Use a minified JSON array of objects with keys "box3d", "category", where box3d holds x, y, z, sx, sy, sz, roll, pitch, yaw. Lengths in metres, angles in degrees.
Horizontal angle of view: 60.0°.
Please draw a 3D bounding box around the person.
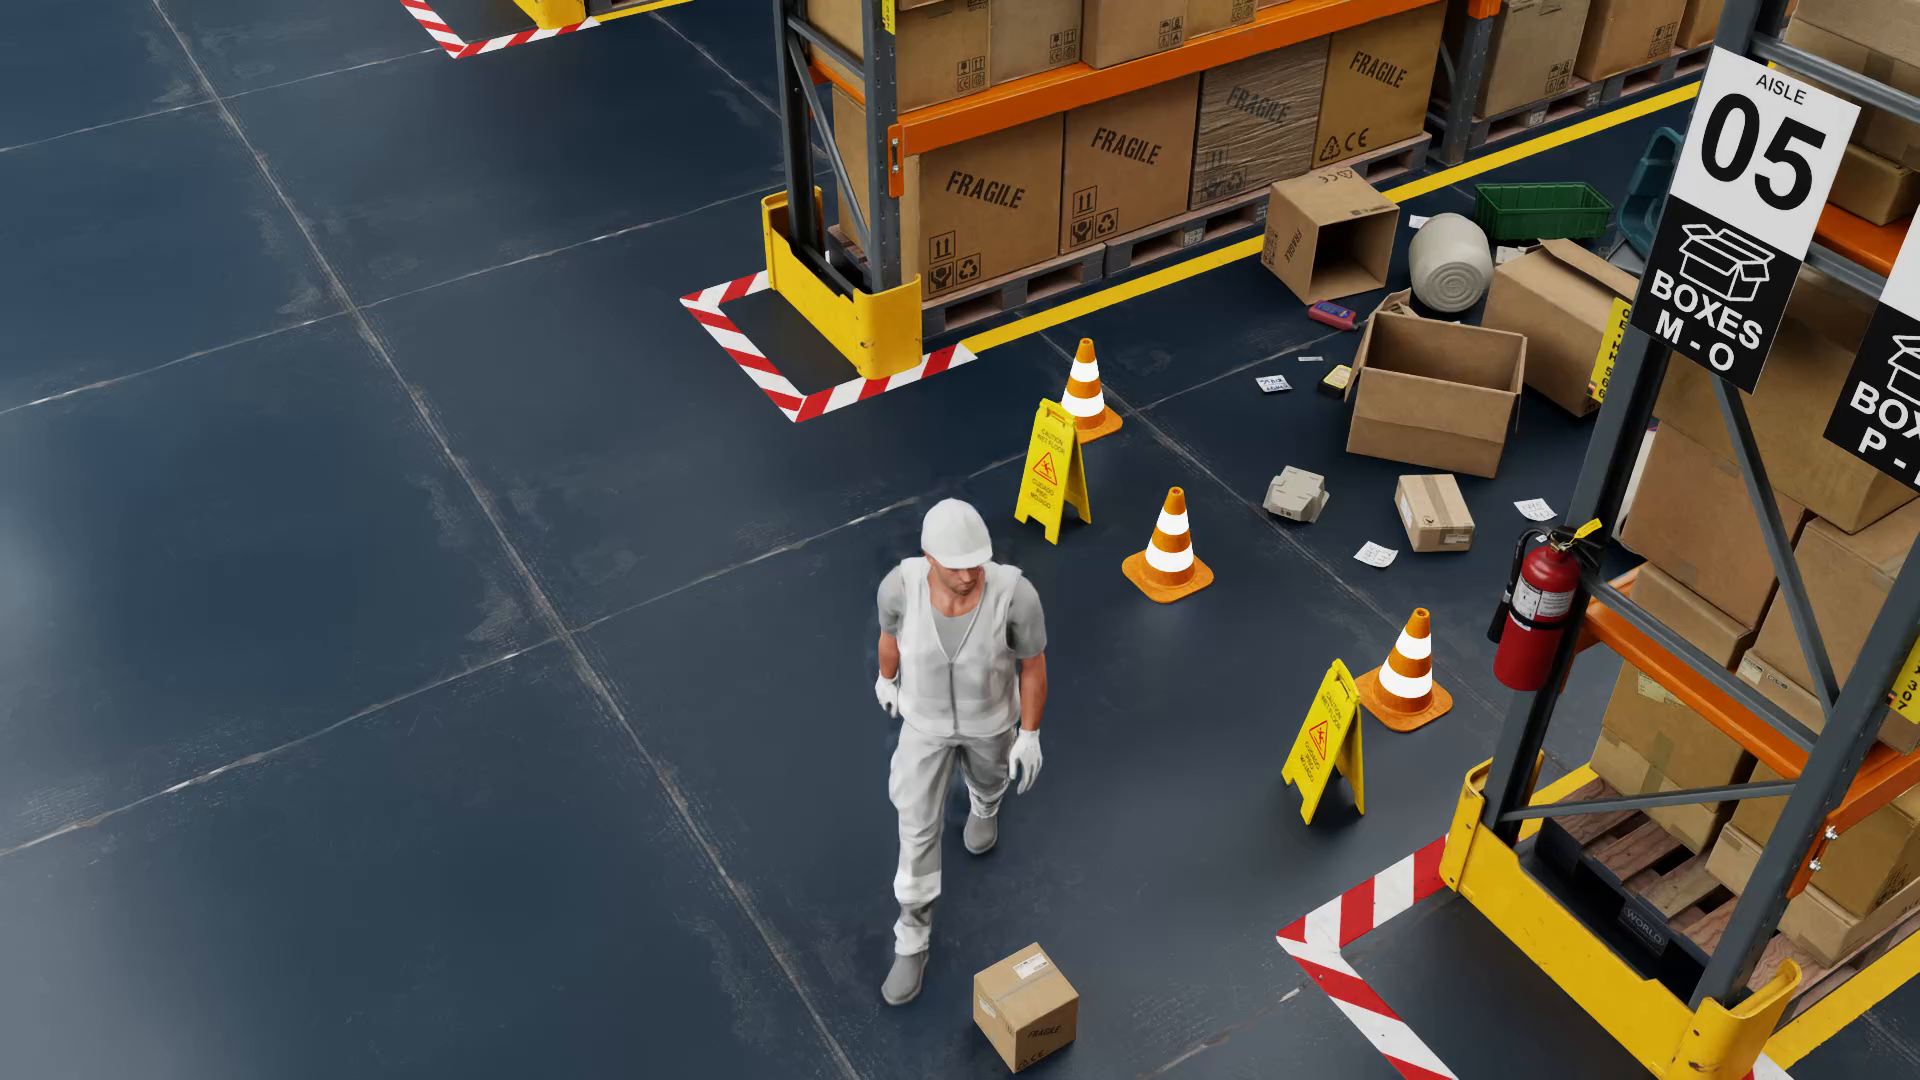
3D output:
[{"box3d":[-0.016,0.641,5.371,0.574,1.729,1.016,2,40,2],"category":"person"}]
